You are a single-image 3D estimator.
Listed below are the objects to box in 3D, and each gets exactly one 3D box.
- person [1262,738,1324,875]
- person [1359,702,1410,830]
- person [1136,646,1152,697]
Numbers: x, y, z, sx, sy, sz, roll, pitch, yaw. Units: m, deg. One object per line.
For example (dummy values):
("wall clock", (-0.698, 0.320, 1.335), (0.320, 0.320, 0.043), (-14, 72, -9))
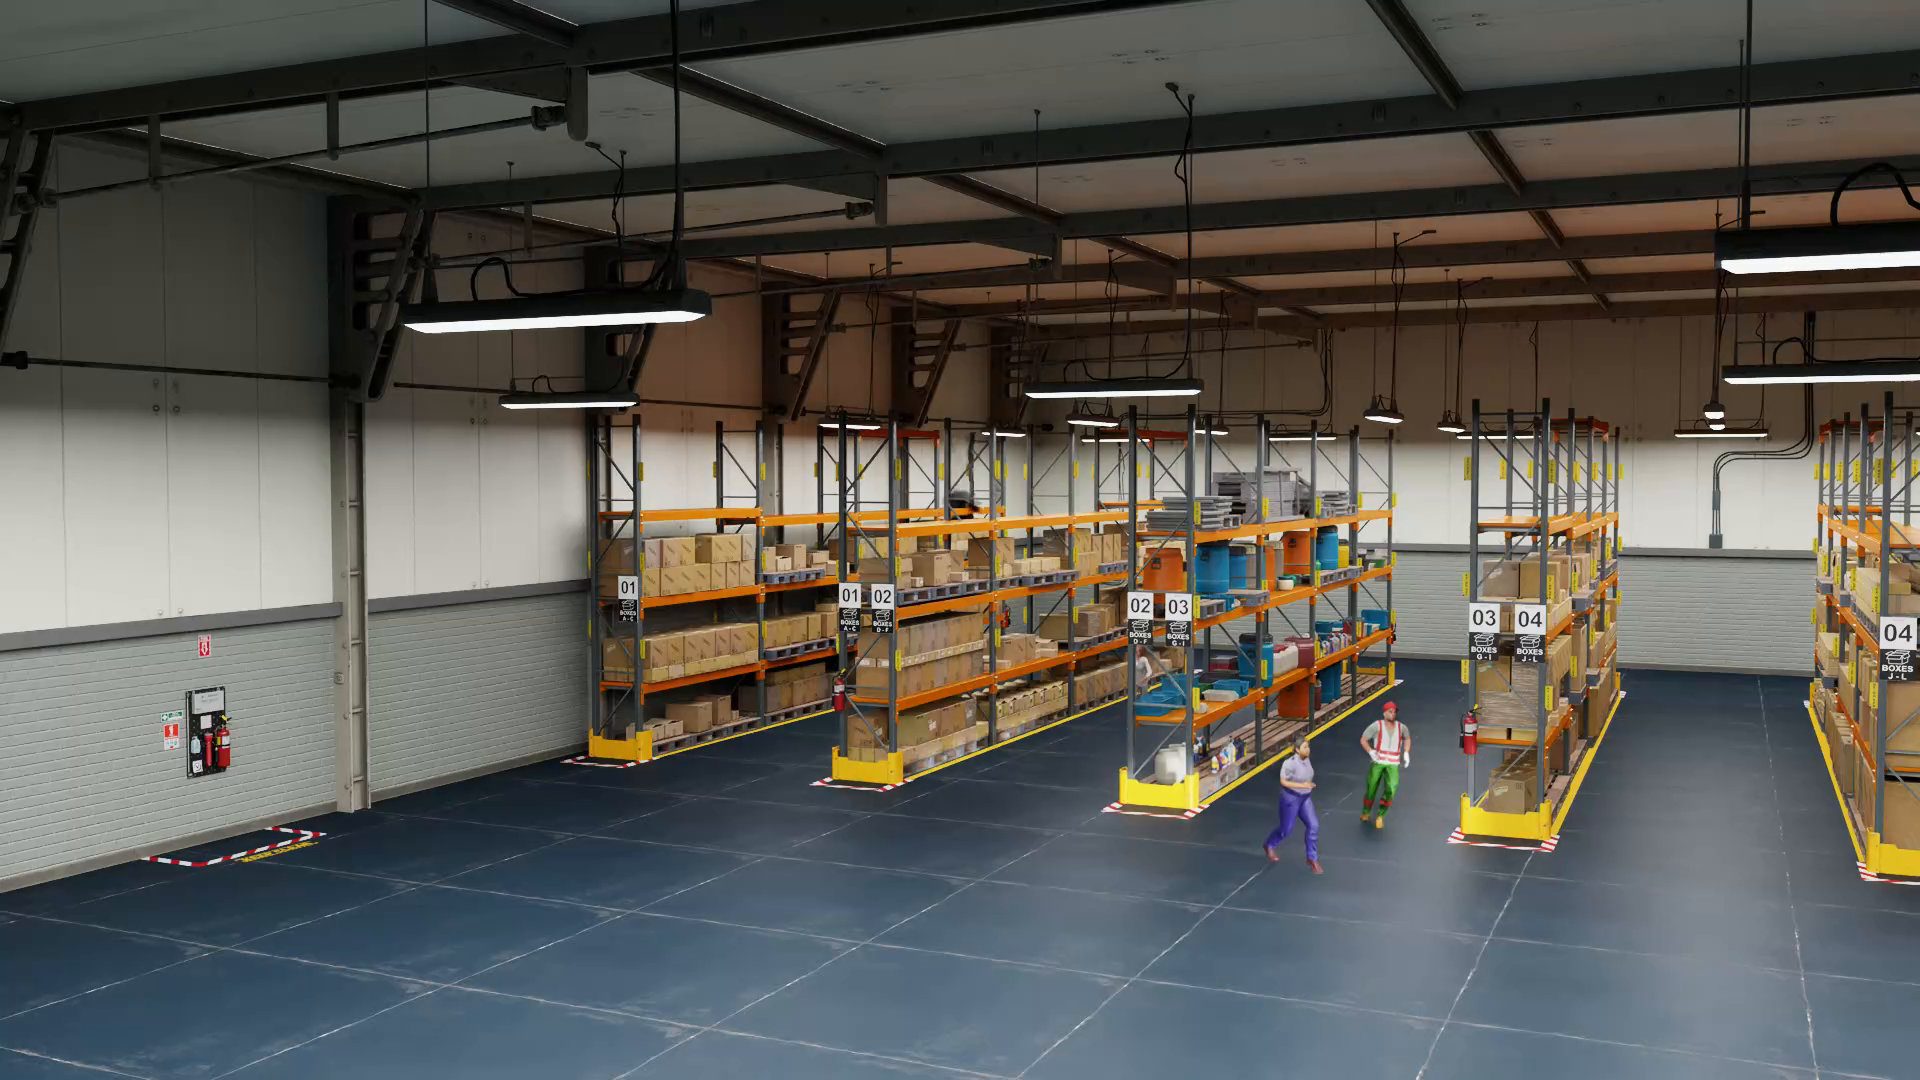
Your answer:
("person", (4.209, 3.332, 20.985), (0.627, 1.672, 0.939), (-2, 3, -39))
("person", (6.003, 3.165, 23.433), (0.719, 1.781, 0.675), (0, 2, 6))
("person", (3.550, 2.879, 32.921), (0.513, 1.584, 0.980), (1, 2, 17))
